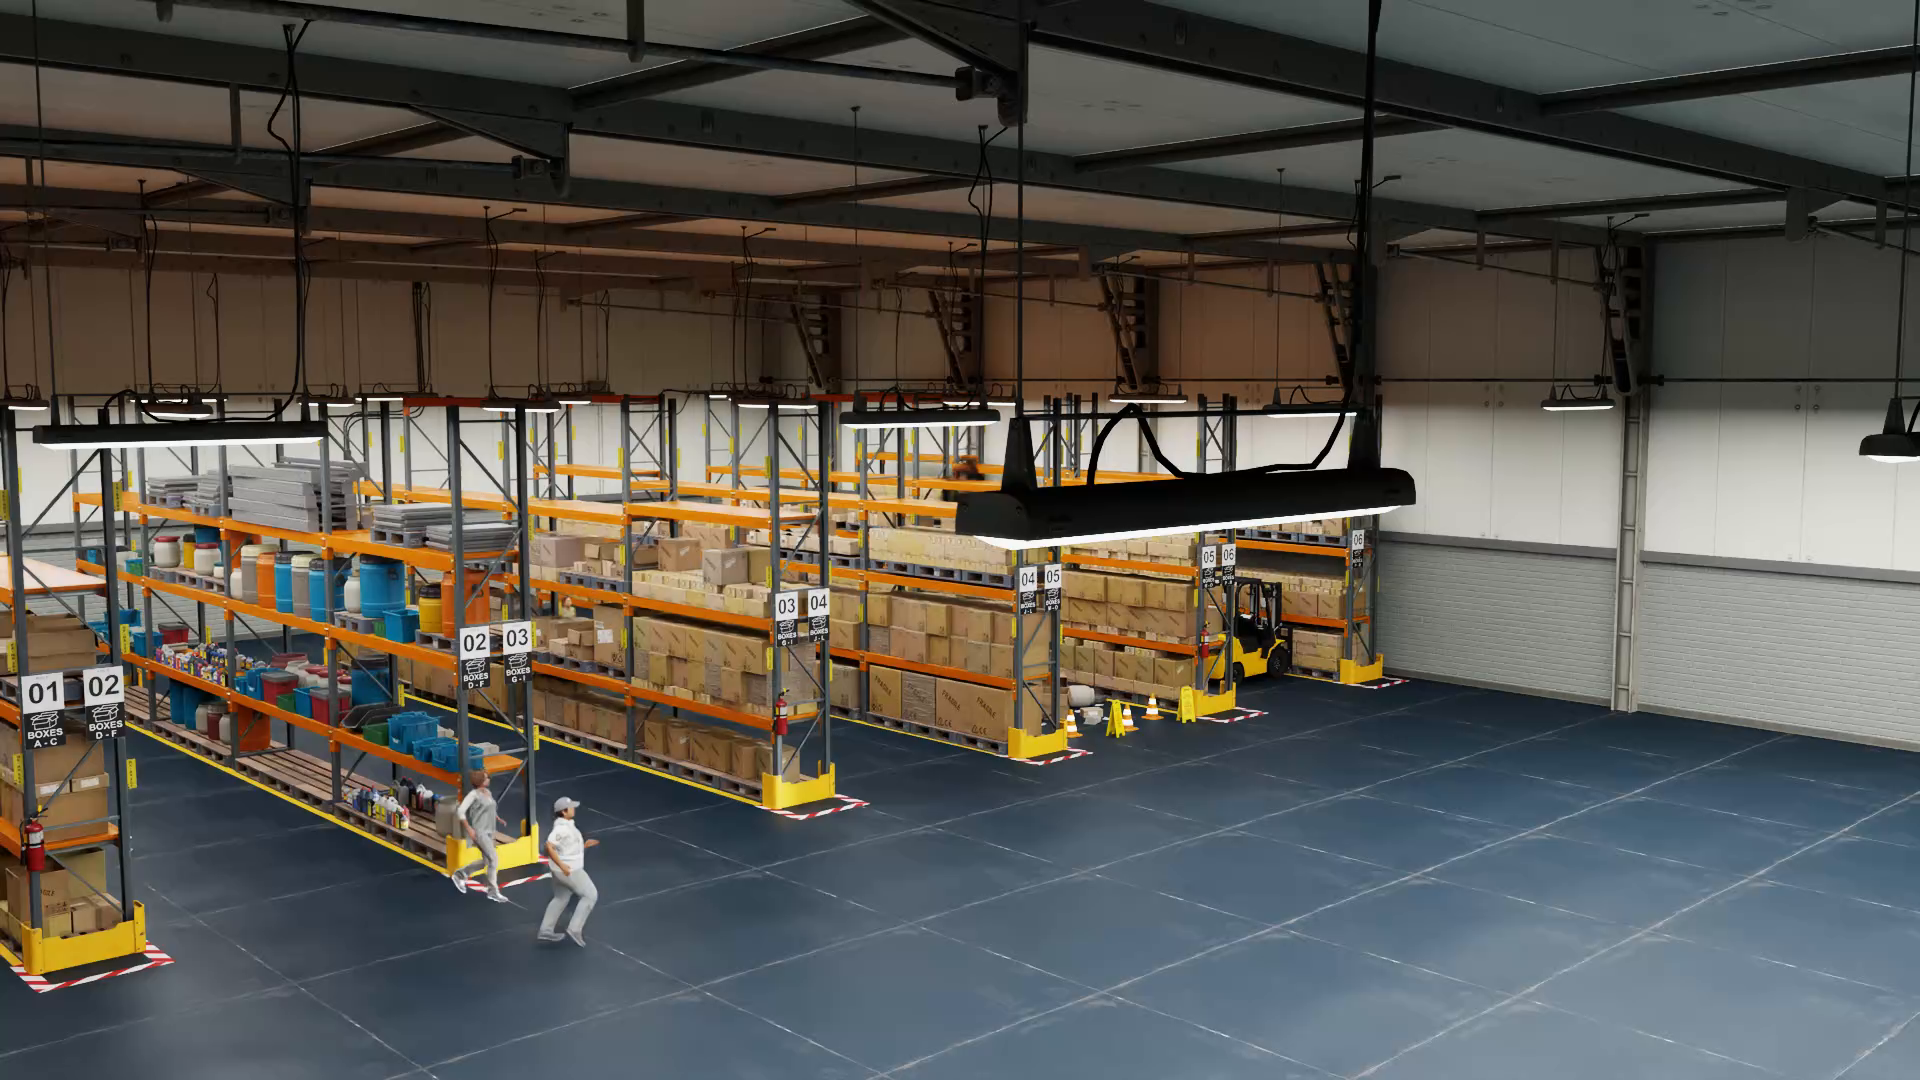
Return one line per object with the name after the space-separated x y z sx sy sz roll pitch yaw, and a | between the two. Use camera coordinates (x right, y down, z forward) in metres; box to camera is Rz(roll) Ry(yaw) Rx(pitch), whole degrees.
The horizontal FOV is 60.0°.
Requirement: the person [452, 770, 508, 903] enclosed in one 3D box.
-5.833 3.601 20.290 0.728 1.577 0.577 1 6 8 | person

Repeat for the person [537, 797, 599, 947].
-4.384 3.715 18.601 0.698 1.698 0.574 -2 6 -24 | person

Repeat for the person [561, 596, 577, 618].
-8.452 2.052 35.885 0.597 1.723 0.697 -5 7 -40 | person
